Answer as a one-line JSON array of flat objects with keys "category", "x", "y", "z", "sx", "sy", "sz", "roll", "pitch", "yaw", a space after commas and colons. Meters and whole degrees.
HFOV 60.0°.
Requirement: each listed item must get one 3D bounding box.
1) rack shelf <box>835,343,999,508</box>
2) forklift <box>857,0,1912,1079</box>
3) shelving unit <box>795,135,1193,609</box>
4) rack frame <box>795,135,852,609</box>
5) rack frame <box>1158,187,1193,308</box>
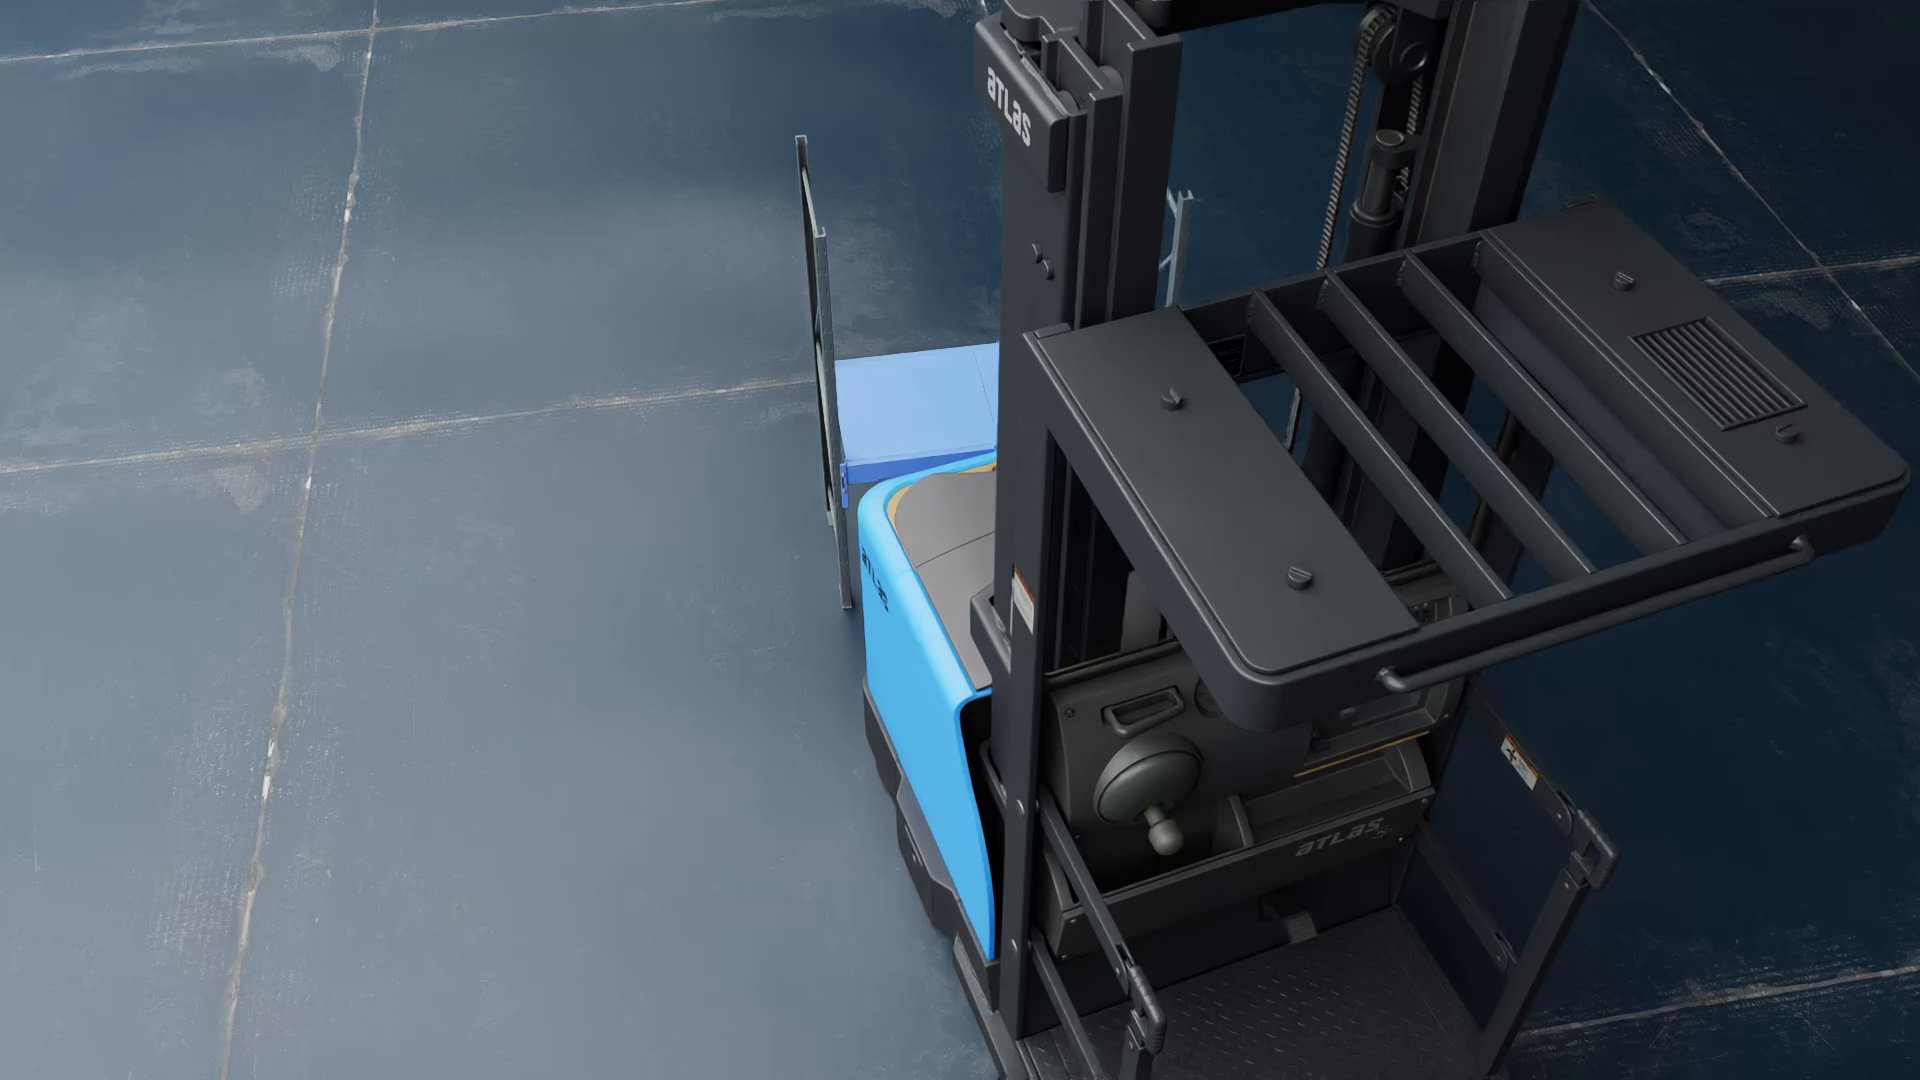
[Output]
[{"category": "rack shelf", "x": 0.084, "y": -0.406, "z": 5.350, "sx": 1.000, "sy": 0.185, "sz": 0.538, "roll": -7, "pitch": 46, "yaw": -7}, {"category": "forklift", "x": 0.712, "y": 0.455, "z": 3.277, "sx": 1.130, "sy": 2.935, "sz": 3.031, "roll": -15, "pitch": 48, "yaw": -14}, {"category": "shelving unit", "x": 0.084, "y": -0.531, "z": 5.220, "sx": 1.048, "sy": 1.500, "sz": 0.538, "roll": -7, "pitch": 46, "yaw": -7}, {"category": "rack frame", "x": -0.417, "y": -0.468, "z": 5.160, "sx": 0.032, "sy": 1.500, "sz": 0.500, "roll": -7, "pitch": 46, "yaw": -7}, {"category": "rack frame", "x": 0.585, "y": -0.593, "z": 5.280, "sx": 0.032, "sy": 1.500, "sz": 0.500, "roll": -7, "pitch": 46, "yaw": -7}]
